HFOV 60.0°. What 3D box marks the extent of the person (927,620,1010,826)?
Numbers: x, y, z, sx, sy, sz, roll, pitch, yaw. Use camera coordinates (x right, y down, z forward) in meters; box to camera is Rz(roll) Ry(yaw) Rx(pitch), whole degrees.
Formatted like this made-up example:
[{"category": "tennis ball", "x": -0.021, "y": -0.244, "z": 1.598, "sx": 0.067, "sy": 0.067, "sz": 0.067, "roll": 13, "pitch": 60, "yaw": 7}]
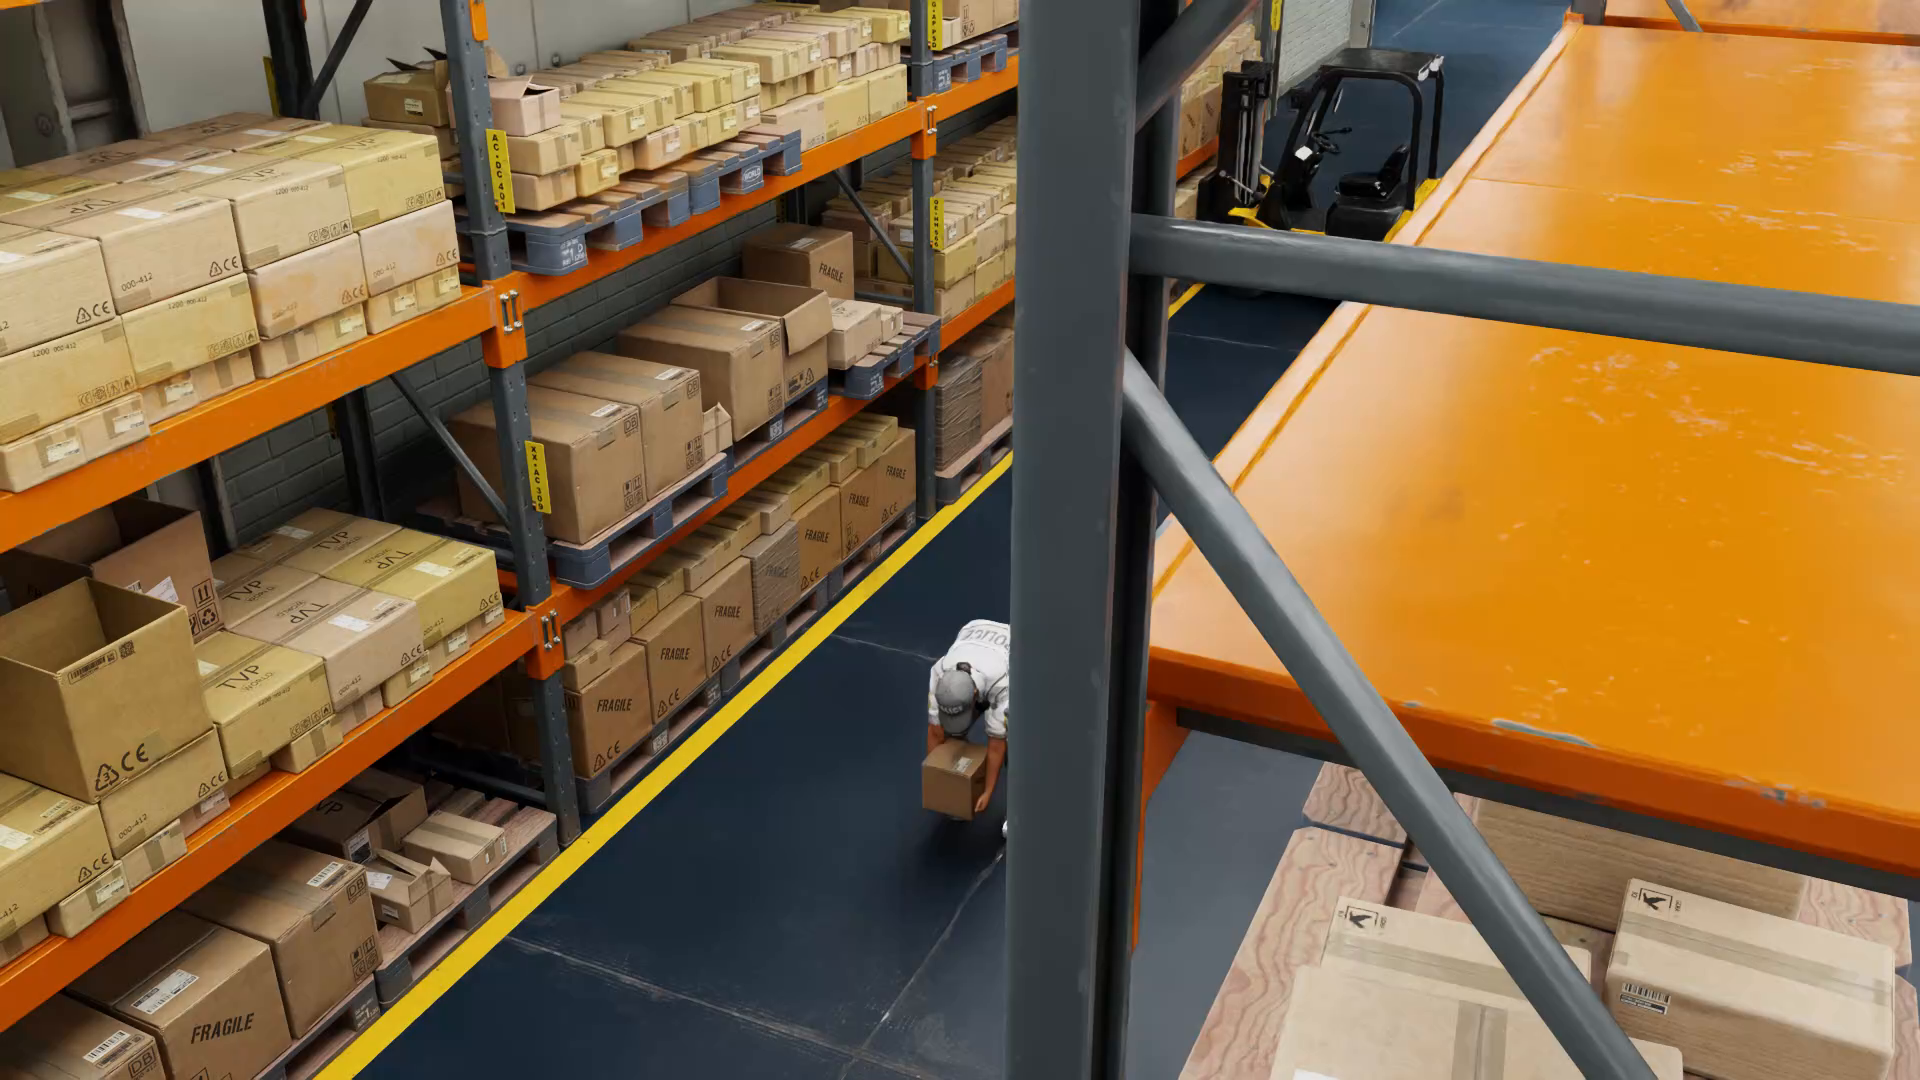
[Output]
[{"category": "person", "x": 0.106, "y": 0.921, "z": 7.921, "sx": 0.499, "sy": 1.073, "sz": 0.934, "roll": 10, "pitch": 28, "yaw": 19}]
